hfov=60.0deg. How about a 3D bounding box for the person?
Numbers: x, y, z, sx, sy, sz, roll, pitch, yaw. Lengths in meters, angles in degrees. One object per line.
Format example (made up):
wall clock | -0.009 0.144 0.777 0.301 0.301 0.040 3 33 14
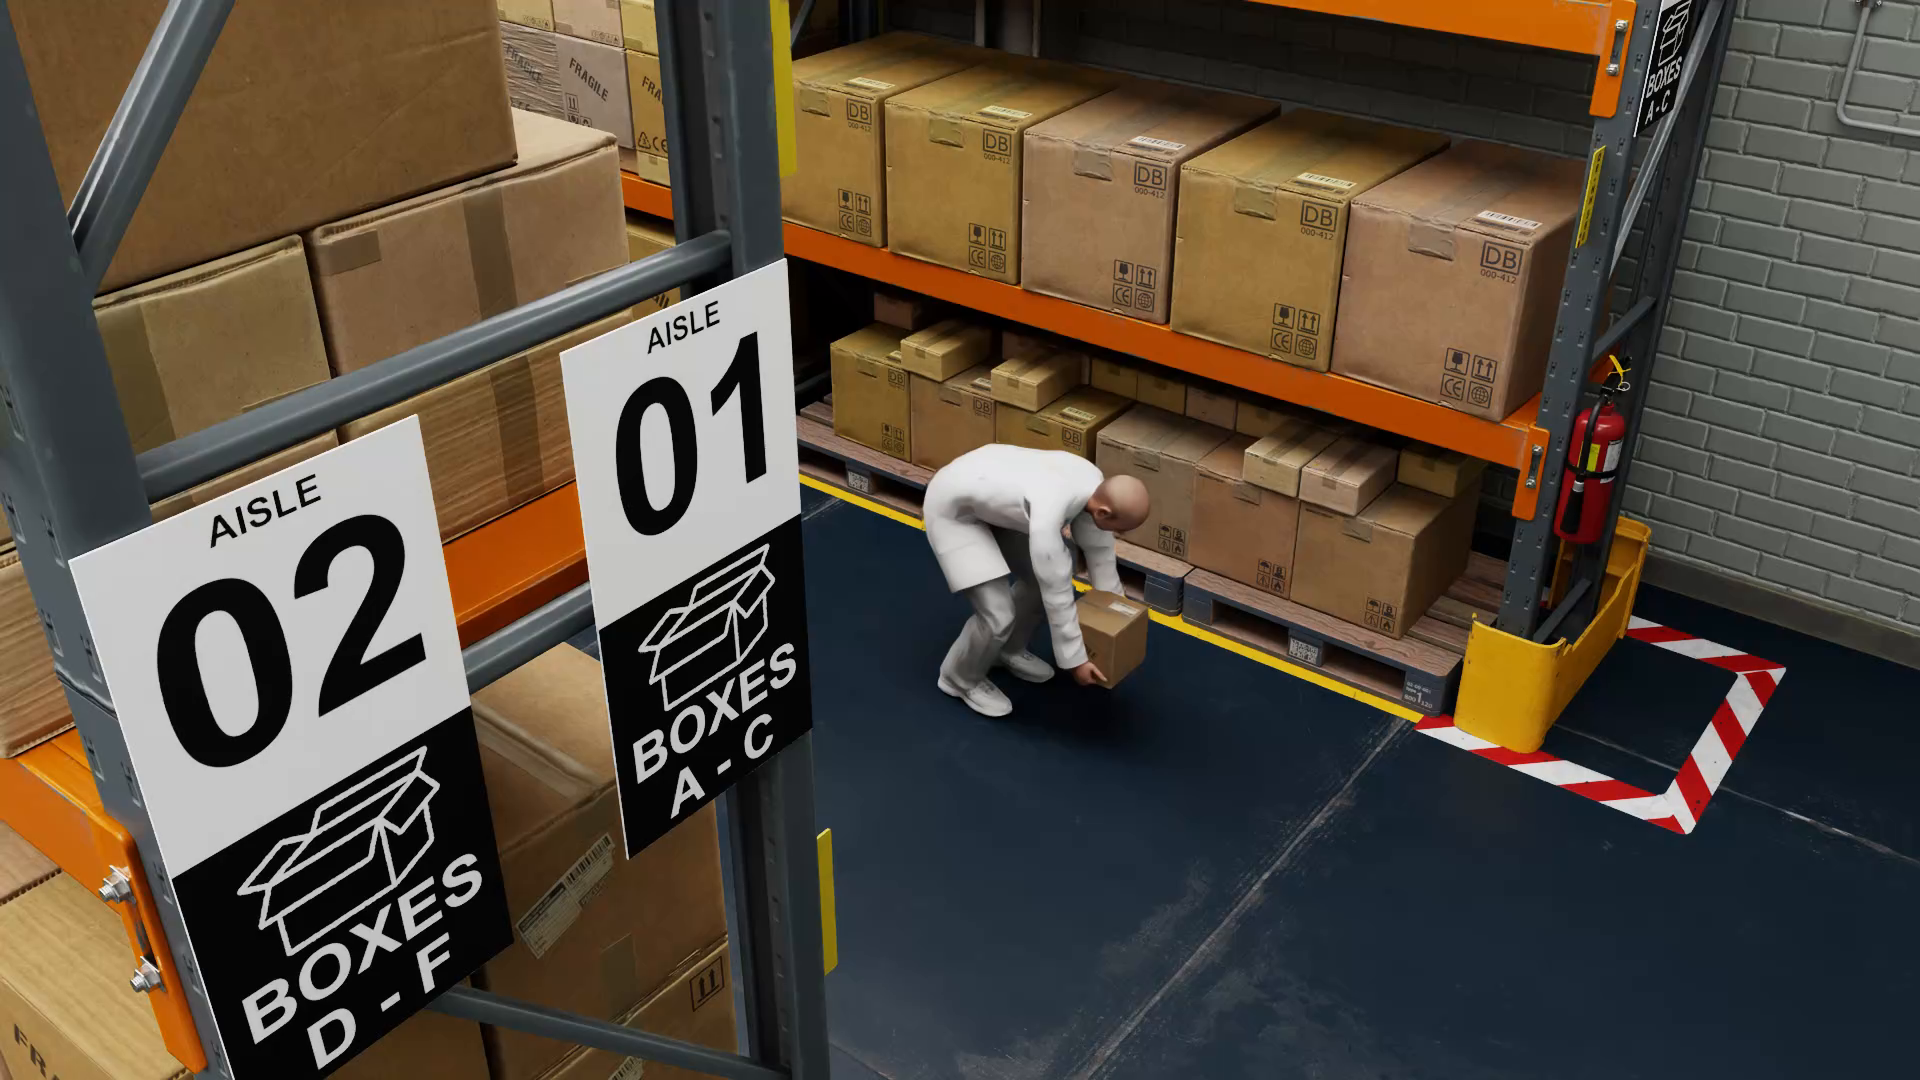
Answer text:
person | 0.289 0.178 6.506 0.938 1.106 0.586 19 35 29
